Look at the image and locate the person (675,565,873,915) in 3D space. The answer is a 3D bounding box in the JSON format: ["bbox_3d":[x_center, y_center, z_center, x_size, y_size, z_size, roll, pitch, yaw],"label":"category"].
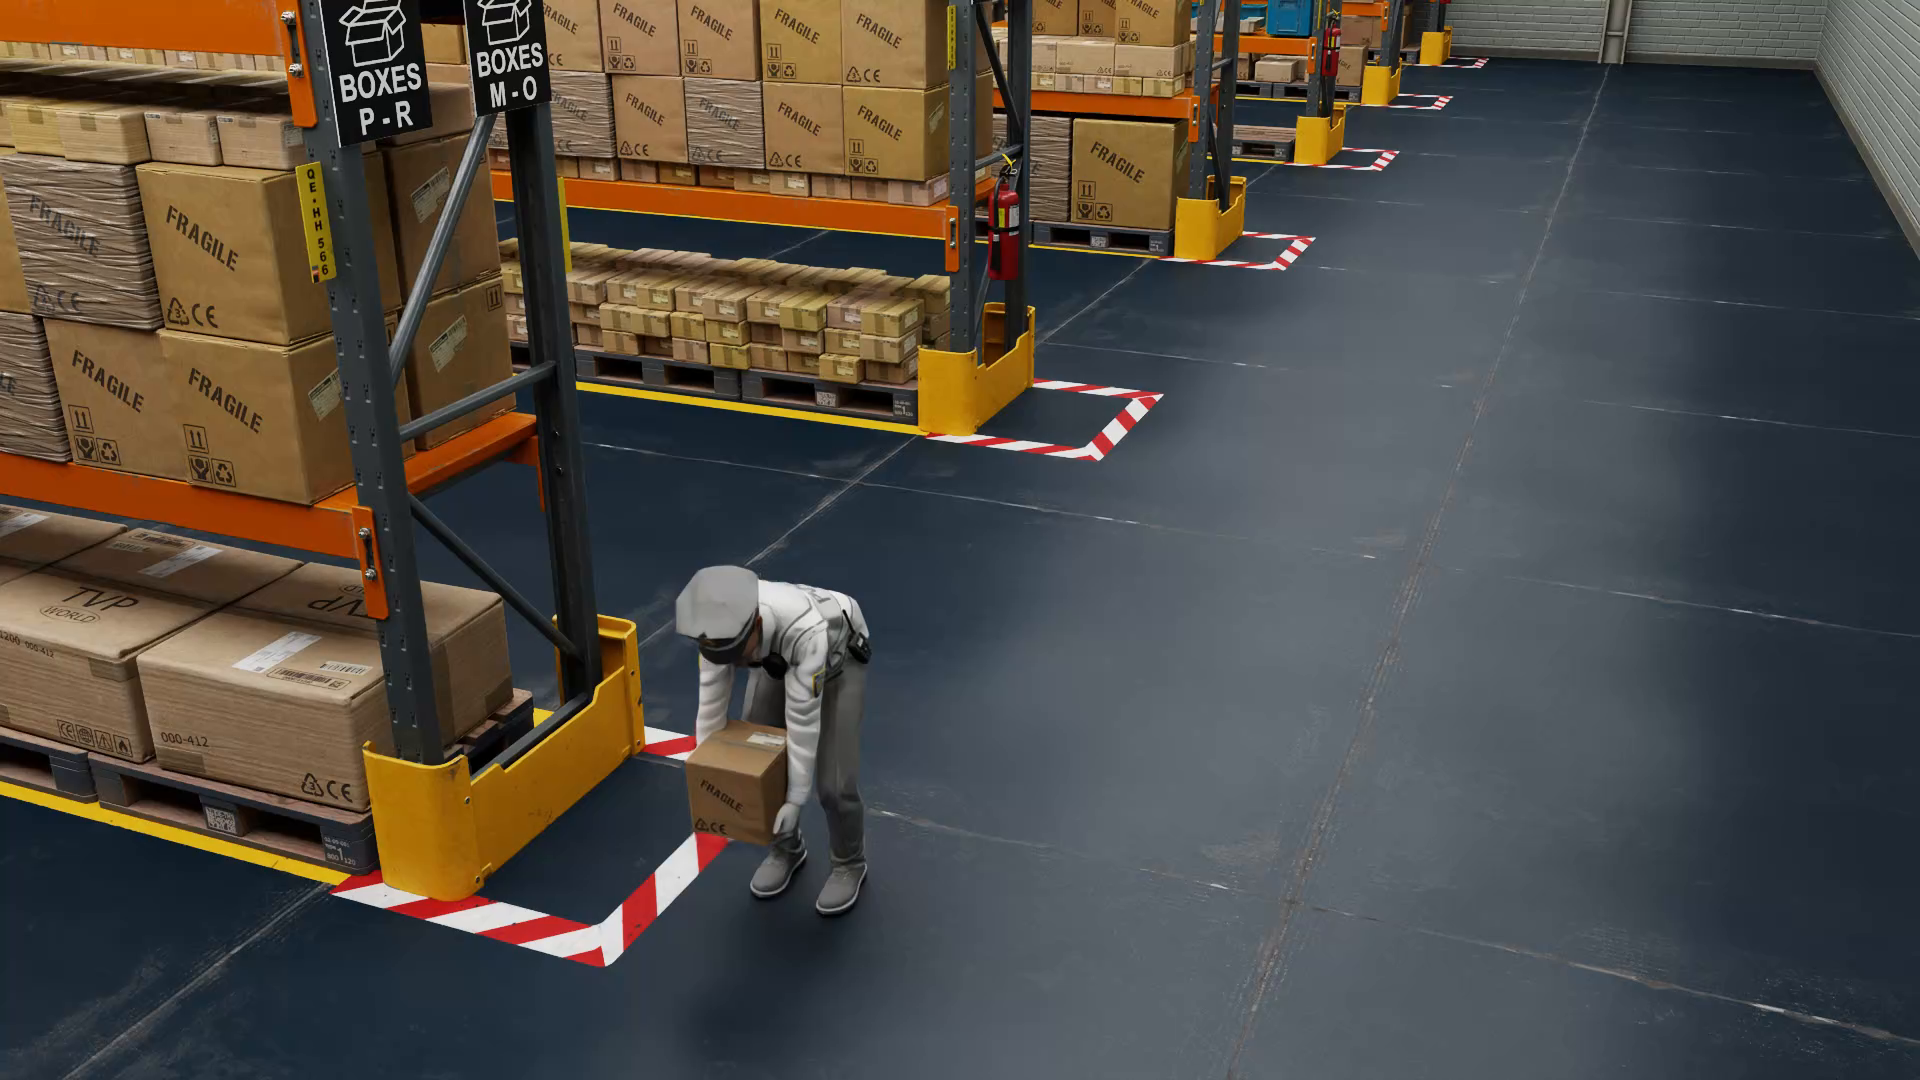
[{"bbox_3d":[-0.562,0.604,5.085,0.417,1.324,0.866,8,24,18],"label":"person"}]
